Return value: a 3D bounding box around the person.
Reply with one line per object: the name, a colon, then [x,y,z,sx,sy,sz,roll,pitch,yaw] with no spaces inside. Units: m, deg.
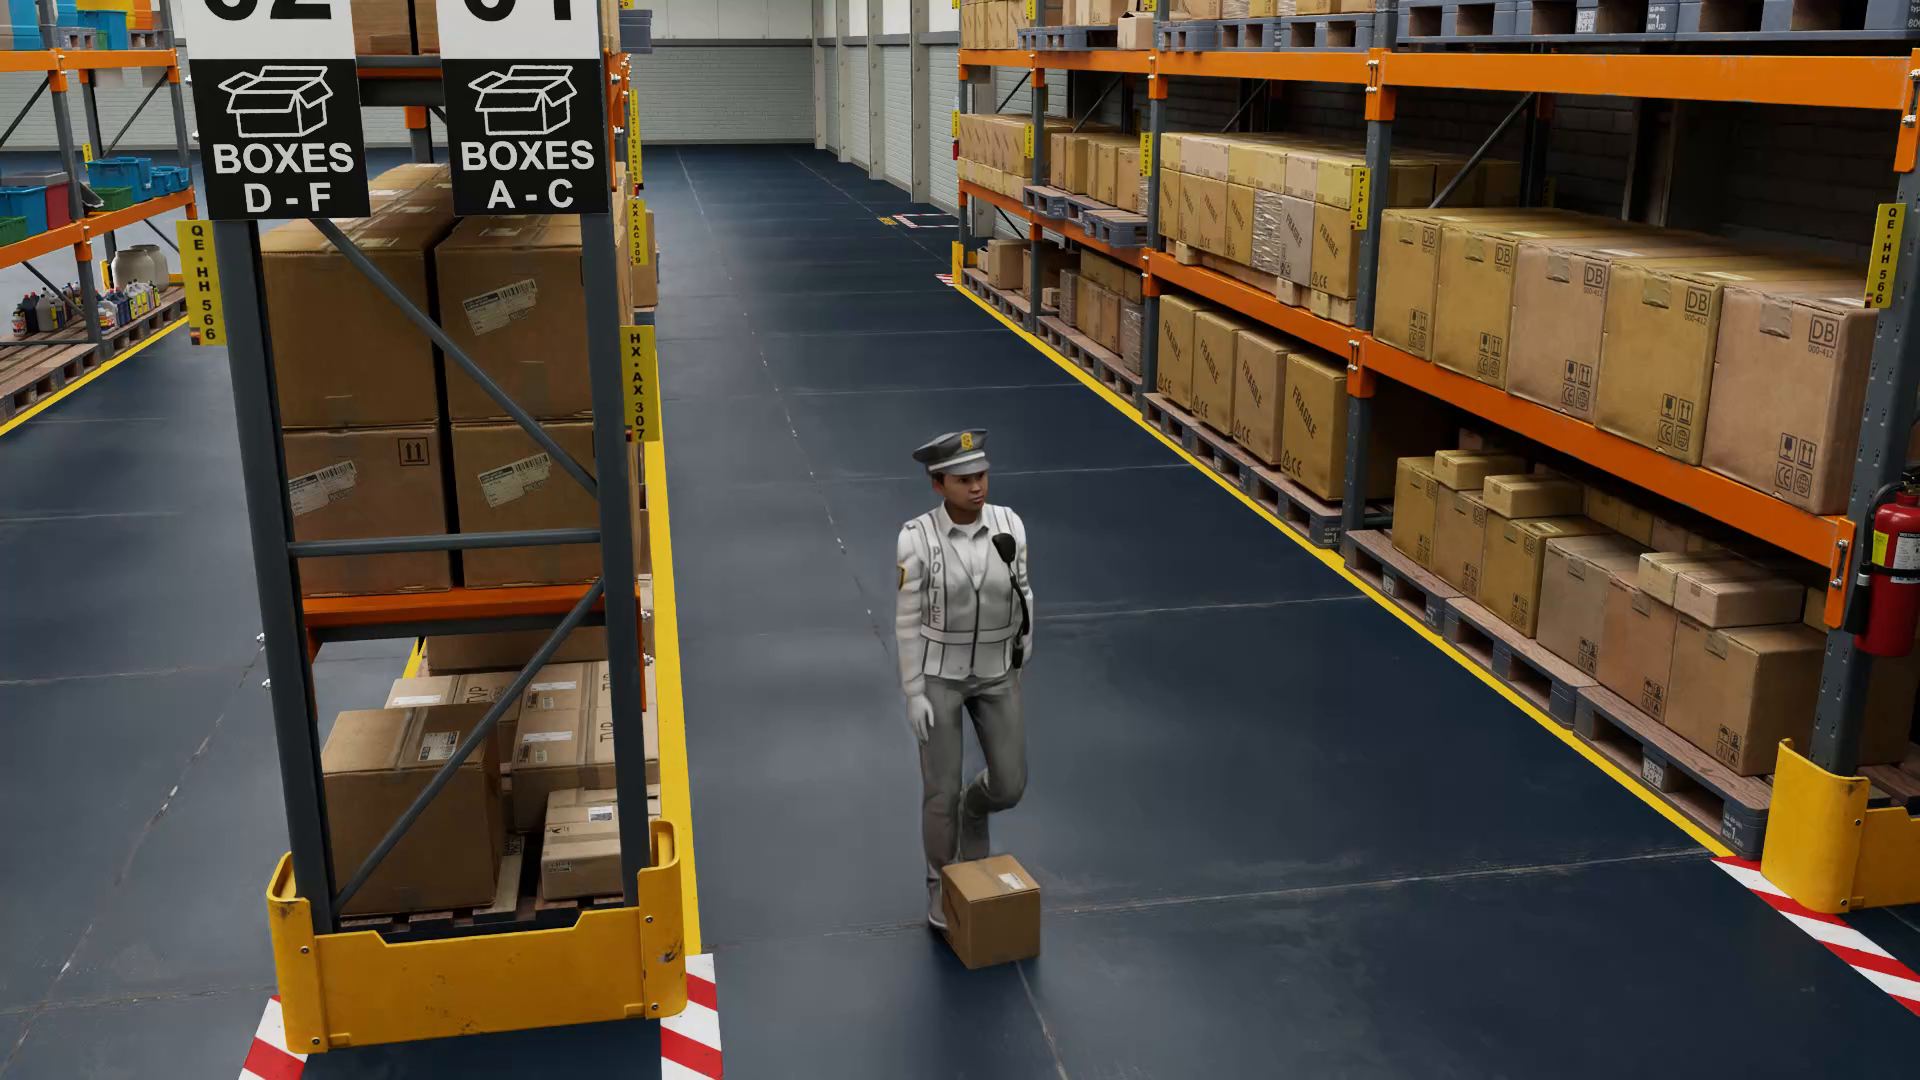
person: [0.009,0.421,5.500,0.485,1.672,0.528,-4,17,-14]
